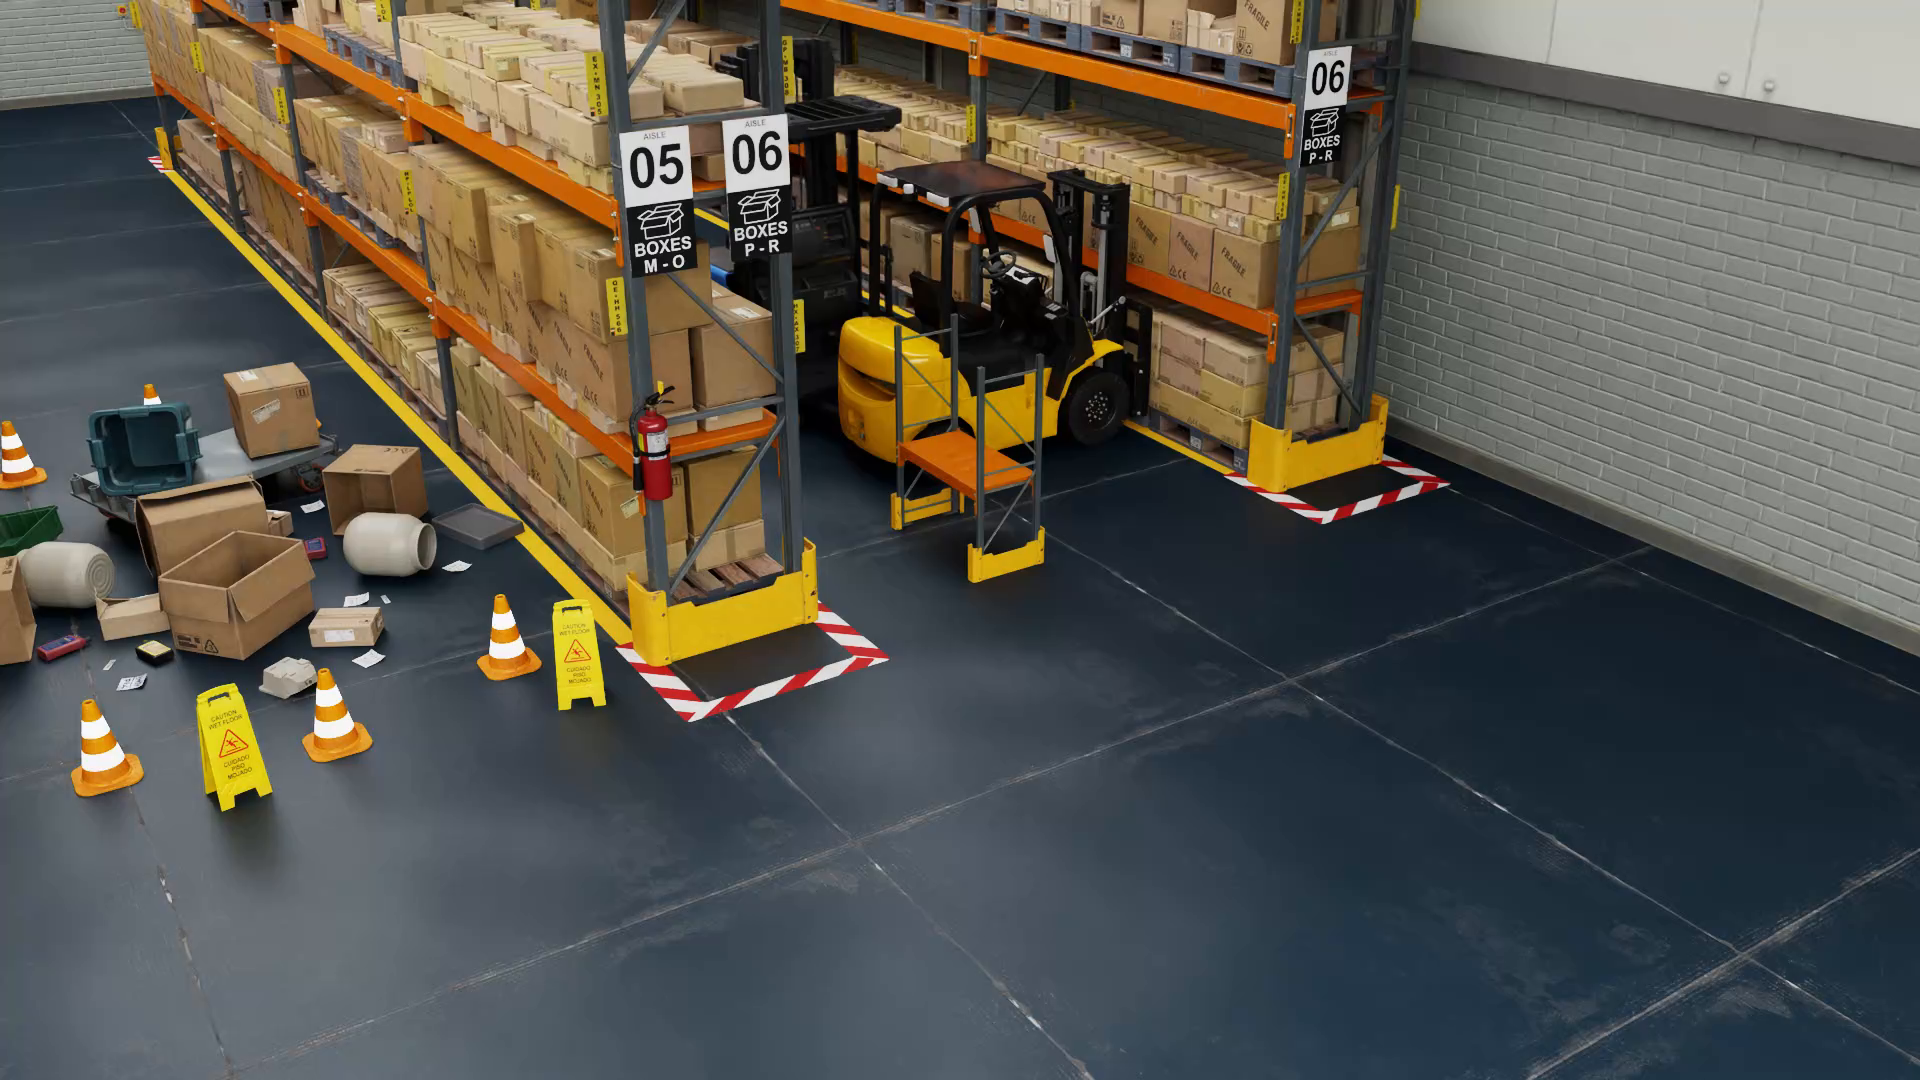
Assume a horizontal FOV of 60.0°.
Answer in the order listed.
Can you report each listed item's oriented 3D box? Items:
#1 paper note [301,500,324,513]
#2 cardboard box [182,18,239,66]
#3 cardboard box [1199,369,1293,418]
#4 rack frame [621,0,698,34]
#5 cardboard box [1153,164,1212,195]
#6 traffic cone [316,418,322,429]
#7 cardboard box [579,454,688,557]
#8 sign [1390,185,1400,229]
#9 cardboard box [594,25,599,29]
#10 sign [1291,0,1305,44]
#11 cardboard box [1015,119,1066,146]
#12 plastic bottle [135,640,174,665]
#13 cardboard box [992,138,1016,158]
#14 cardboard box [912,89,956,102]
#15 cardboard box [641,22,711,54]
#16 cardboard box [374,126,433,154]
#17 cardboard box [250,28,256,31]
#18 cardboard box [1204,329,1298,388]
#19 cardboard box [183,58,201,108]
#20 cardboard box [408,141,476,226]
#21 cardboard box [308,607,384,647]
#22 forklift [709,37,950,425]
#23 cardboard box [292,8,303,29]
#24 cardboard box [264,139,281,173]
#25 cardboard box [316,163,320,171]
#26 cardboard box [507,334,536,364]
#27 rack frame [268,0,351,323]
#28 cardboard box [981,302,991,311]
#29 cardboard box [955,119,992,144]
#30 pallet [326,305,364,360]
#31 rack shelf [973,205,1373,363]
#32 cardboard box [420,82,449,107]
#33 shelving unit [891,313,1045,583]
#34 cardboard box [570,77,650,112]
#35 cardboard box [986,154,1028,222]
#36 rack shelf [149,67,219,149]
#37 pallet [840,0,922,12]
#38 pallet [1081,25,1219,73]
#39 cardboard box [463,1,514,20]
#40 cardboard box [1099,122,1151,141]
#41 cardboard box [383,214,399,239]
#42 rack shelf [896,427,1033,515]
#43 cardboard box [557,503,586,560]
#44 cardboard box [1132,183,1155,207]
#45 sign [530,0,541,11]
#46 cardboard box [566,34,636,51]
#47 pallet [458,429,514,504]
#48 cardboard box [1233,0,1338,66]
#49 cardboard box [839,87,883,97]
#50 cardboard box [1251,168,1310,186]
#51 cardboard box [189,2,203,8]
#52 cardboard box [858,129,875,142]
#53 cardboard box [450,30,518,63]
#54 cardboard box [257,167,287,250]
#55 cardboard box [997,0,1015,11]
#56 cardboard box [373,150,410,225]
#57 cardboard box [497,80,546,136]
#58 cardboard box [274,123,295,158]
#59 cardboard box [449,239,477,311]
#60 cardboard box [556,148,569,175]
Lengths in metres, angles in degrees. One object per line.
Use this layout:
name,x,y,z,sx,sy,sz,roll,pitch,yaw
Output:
paper note,-4.747,-0.249,12.203,0.148,0.019,0.142,-16,29,-30
cardboard box,-8.463,-5.642,18.861,0.500,0.500,0.500,-16,30,-30
cardboard box,2.206,-1.180,12.841,0.500,0.250,0.500,-16,30,-30
rack frame,-3.817,-6.198,21.328,1.000,3.000,0.127,-16,29,-30
cardboard box,1.726,-2.800,12.904,0.380,0.149,0.250,-15,29,-28
traffic cone,-5.457,-1.148,13.603,0.336,0.463,0.334,-16,29,-30
cardboard box,-2.079,-0.259,10.598,0.500,0.500,0.500,-15,29,-29
sign,3.202,-2.460,12.303,0.100,0.325,0.005,-16,29,-30
cardboard box,-4.847,-6.747,22.318,0.500,0.250,0.500,-16,30,-30
sign,2.271,-3.505,11.166,0.100,0.325,0.005,-16,29,-30
cardboard box,0.709,-3.558,14.510,0.380,0.149,0.250,-15,29,-29
plastic bottle,-4.957,0.681,10.198,0.283,0.061,0.133,18,31,33
cardboard box,0.504,-3.500,14.735,0.380,0.149,0.250,-16,30,-30
cardboard box,-0.255,-4.407,16.657,0.380,0.149,0.250,-15,29,-29
cardboard box,-3.458,-6.023,20.347,0.700,0.500,0.500,-15,29,-29
cardboard box,-4.435,-3.197,13.254,0.380,0.149,0.250,-17,30,-31
cardboard box,-7.520,-5.436,18.425,0.500,0.500,0.500,-14,29,-28
cardboard box,2.221,-1.396,12.715,0.500,0.250,0.500,-14,29,-28
cardboard box,-8.727,-5.374,19.466,0.500,0.500,0.500,-16,30,-31
cardboard box,-3.548,-2.602,12.074,0.700,0.500,0.500,-16,30,-30
cardboard box,-3.831,0.544,10.386,0.380,0.149,0.250,-1,25,-3
forklift,-1.149,-2.472,13.515,1.130,2.935,3.031,-18,30,-33
cardboard box,-5.761,-4.700,14.935,0.380,0.149,0.250,-16,29,-30
cardboard box,-6.576,-3.841,16.510,0.500,0.250,0.500,-15,29,-29
cardboard box,-5.769,-3.526,15.470,0.380,0.149,0.250,-17,30,-32
cardboard box,-2.852,-1.334,11.319,0.380,0.149,0.250,-16,29,-30
rack frame,-5.791,-3.609,15.844,1.000,3.000,0.127,-16,29,-30
cardboard box,0.537,-2.033,15.234,0.500,0.250,0.500,-15,29,-29
cardboard box,0.177,-3.745,15.256,0.380,0.149,0.250,-14,29,-28
pallet,-5.365,-2.068,15.846,1.003,0.211,1.213,-16,29,-30
rack shelf,1.642,-2.296,13.905,1.077,0.370,4.000,-16,29,-30
cardboard box,-3.548,-3.145,11.642,0.380,0.149,0.250,-16,29,-30
shelving unit,0.042,-0.651,11.334,0.587,1.500,1.083,-16,29,-30
cardboard box,-1.964,-2.505,9.350,0.380,0.149,0.250,-15,29,-29
cardboard box,0.573,-3.162,14.780,0.500,0.500,0.500,-16,30,-31
rack shelf,-9.066,-5.430,20.543,1.077,0.370,4.000,-16,29,-30
pallet,-0.575,-5.417,16.381,1.003,0.211,1.213,-14,29,-27
pallet,1.699,-3.918,13.088,1.003,0.211,1.213,-16,29,-30
cardboard box,-3.590,-3.959,12.756,0.500,0.250,0.500,-16,30,-31
cardboard box,1.424,-3.500,14.387,0.380,0.149,0.250,-16,30,-31
cardboard box,-4.419,-2.557,13.417,0.380,0.149,0.250,-16,30,-30
rack shelf,0.047,-0.485,11.404,0.538,0.185,1.000,-16,29,-30
cardboard box,-2.366,-0.108,11.156,0.500,0.250,0.500,-15,29,-29
cardboard box,1.589,-2.756,13.160,0.380,0.149,0.250,-15,29,-29
sign,-3.156,-3.898,12.336,0.100,0.325,0.005,-16,29,-30
cardboard box,-2.325,-3.187,10.796,0.380,0.149,0.250,-15,29,-29
pallet,-3.211,-0.685,12.917,1.003,0.211,1.213,-16,29,-30
cardboard box,2.288,-3.644,11.678,0.500,0.500,0.500,-14,29,-28
cardboard box,-0.993,-4.464,16.778,0.380,0.149,0.250,-15,29,-29
cardboard box,2.459,-2.741,12.780,0.380,0.149,0.250,-15,29,-29
cardboard box,-8.590,-6.078,19.025,0.380,0.149,0.250,-15,29,-30
cardboard box,-0.753,-4.162,16.606,0.500,0.250,0.500,-15,29,-29
cardboard box,-3.107,-3.233,10.894,0.380,0.149,0.250,-17,30,-31
cardboard box,-7.069,-3.744,18.128,0.875,0.875,0.875,-15,29,-28
cardboard box,0.540,-4.583,14.079,0.380,0.149,0.250,-15,29,-28
cardboard box,-4.323,-2.837,13.250,0.500,0.500,0.500,-15,29,-29
cardboard box,-2.489,-2.656,10.138,0.500,0.250,0.500,-15,29,-28
cardboard box,-6.268,-3.881,16.011,0.500,0.250,0.500,-16,29,-30
cardboard box,-3.307,-1.962,11.889,0.500,0.500,0.500,-16,29,-30
cardboard box,-2.132,-2.237,9.719,0.380,0.149,0.250,-15,29,-28
